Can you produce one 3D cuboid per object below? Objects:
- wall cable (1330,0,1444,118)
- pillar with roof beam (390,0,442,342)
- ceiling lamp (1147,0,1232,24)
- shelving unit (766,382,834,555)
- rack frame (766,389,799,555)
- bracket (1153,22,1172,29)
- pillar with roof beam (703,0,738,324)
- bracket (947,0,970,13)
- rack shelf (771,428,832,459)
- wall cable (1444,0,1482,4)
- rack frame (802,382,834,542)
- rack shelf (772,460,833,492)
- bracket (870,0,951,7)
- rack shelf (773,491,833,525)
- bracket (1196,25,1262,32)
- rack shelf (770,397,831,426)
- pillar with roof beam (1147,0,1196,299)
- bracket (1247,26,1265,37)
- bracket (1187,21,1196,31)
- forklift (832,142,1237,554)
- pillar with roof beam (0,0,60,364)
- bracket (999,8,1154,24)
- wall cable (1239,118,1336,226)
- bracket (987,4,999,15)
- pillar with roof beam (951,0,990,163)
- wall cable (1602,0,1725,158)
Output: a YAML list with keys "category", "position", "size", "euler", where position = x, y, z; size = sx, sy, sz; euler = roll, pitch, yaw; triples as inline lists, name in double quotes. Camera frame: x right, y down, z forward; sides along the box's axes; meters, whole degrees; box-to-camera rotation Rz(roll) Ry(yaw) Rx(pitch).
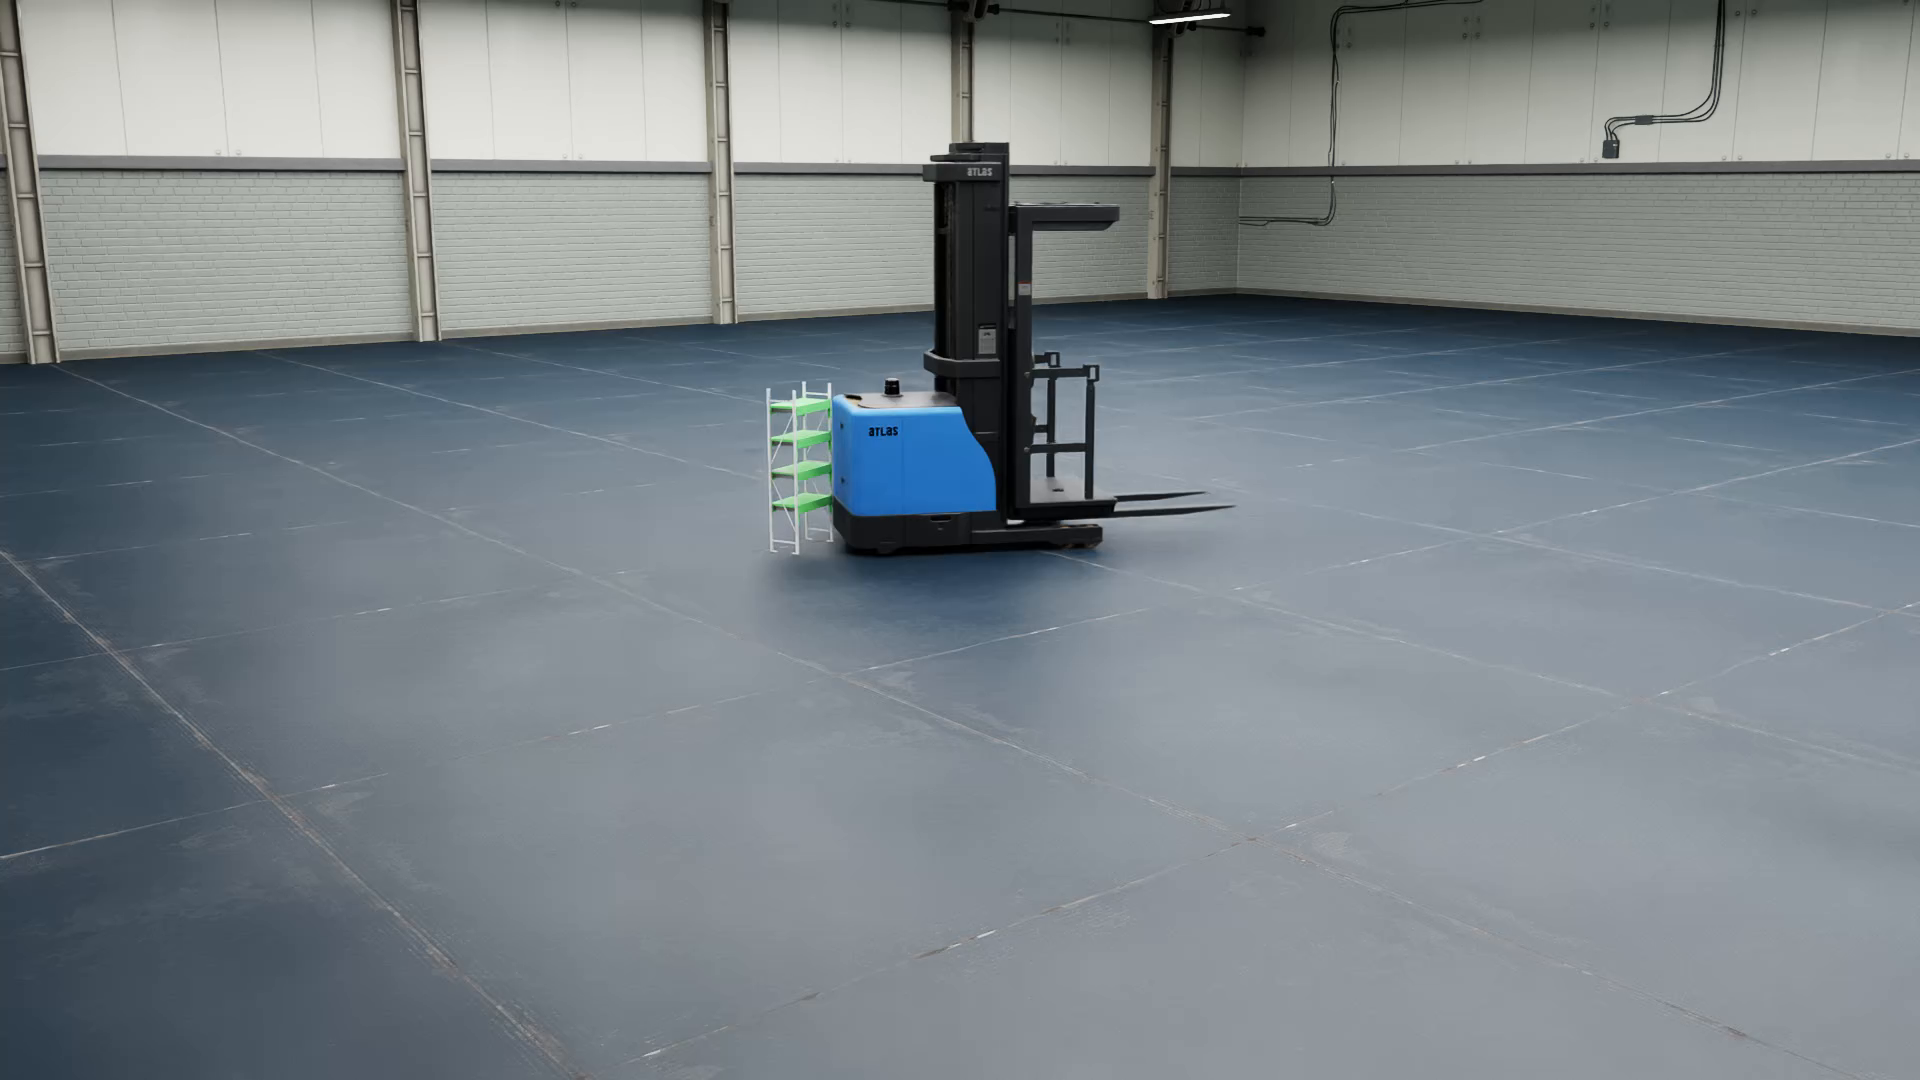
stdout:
- category: "wall cable"
  position: [9.564, -10.909, 37.654]
  size: [0.112, 2.526, 3.097]
  euler: [-9, 15, -38]
- category: "pillar with roof beam"
  position: [-6.619, -7.194, 24.844]
  size: [0.400, 9.000, 9.100]
  euler: [-9, 15, -38]
- category: "ceiling lamp"
  position: [4.697, -11.812, 32.536]
  size: [0.800, 3.185, 2.000]
  euler: [-9, 15, -38]
- category: "shelving unit"
  position: [-1.175, -0.538, 12.272]
  size: [0.258, 1.200, 0.503]
  euler: [6, 13, 26]
- category: "rack frame"
  position: [-1.284, -0.492, 12.059]
  size: [0.240, 1.200, 0.015]
  euler: [6, 13, 26]
- category: "bracket"
  position: [4.645, -11.877, 38.233]
  size: [0.430, 0.232, 0.235]
  euler: [-9, 15, -38]
- category: "pillar with roof beam"
  position: [-1.934, -7.973, 28.511]
  size: [0.548, 9.000, 9.100]
  euler: [-9, 15, -38]
- category: "bracket"
  position: [-0.040, -11.099, 34.567]
  size: [0.430, 0.232, 0.235]
  euler: [-9, 15, -38]
- category: "rack shelf"
  position: [-1.175, -0.710, 12.236]
  size: [0.258, 0.148, 0.480]
  euler: [6, 13, 26]
- category: "wall cable"
  position: [11.497, -12.632, 34.817]
  size: [0.112, 2.526, 3.097]
  euler: [-9, 15, -38]
- category: "rack frame"
  position: [-1.066, -0.583, 12.486]
  size: [0.240, 1.200, 0.015]
  euler: [6, 13, 26]
- category: "rack shelf"
  position: [-1.175, -0.475, 12.286]
  size: [0.258, 0.148, 0.480]
  euler: [6, 13, 26]
- category: "bracket"
  position: [-2.052, -10.764, 32.992]
  size: [4.783, 0.066, 0.076]
  euler: [-9, 15, -38]
- category: "rack shelf"
  position: [-1.175, -0.240, 12.336]
  size: [0.258, 0.148, 0.480]
  euler: [6, 13, 26]
- category: "bracket"
  position: [6.682, -12.216, 39.828]
  size: [3.189, 0.066, 0.076]
  euler: [-9, 15, -38]
- category: "rack shelf"
  position: [-1.175, -0.945, 12.186]
  size: [0.258, 0.148, 0.480]
  euler: [6, 13, 26]
- category: "pillar with roof beam"
  position: [7.437, -9.530, 35.844]
  size: [0.548, 9.000, 9.100]
  euler: [-9, 15, -38]
- category: "bracket"
  position: [7.144, -12.293, 40.189]
  size: [0.430, 0.232, 0.235]
  euler: [-9, 15, -38]
- category: "bracket"
  position: [5.293, -11.985, 38.740]
  size: [0.430, 0.232, 0.235]
  euler: [-9, 15, -38]
- category: "forklift"
  position: [0.582, -1.474, 12.512]
  size: [3.031, 2.935, 1.130]
  euler: [-3, 12, -13]
- category: "pillar with roof beam"
  position: [-11.304, -6.416, 21.178]
  size: [0.400, 9.000, 9.100]
  euler: [-9, 15, -38]
- category: "bracket"
  position: [2.633, -11.543, 36.659]
  size: [4.783, 0.066, 0.076]
  euler: [-9, 15, -38]
- category: "wall cable"
  position: [7.874, -8.877, 40.245]
  size: [0.112, 2.526, 3.097]
  euler: [-9, 15, -38]
- category: "bracket"
  position: [0.608, -11.207, 35.074]
  size: [0.430, 0.232, 0.235]
  euler: [-9, 15, -38]
- category: "pillar with roof beam"
  position: [2.751, -8.751, 32.177]
  size: [0.548, 9.000, 9.100]
  euler: [-9, 15, -38]
- category: "wall cable"
  position: [13.792, -10.518, 32.308]
  size: [0.169, 6.003, 2.305]
  euler: [-9, 15, -38]
